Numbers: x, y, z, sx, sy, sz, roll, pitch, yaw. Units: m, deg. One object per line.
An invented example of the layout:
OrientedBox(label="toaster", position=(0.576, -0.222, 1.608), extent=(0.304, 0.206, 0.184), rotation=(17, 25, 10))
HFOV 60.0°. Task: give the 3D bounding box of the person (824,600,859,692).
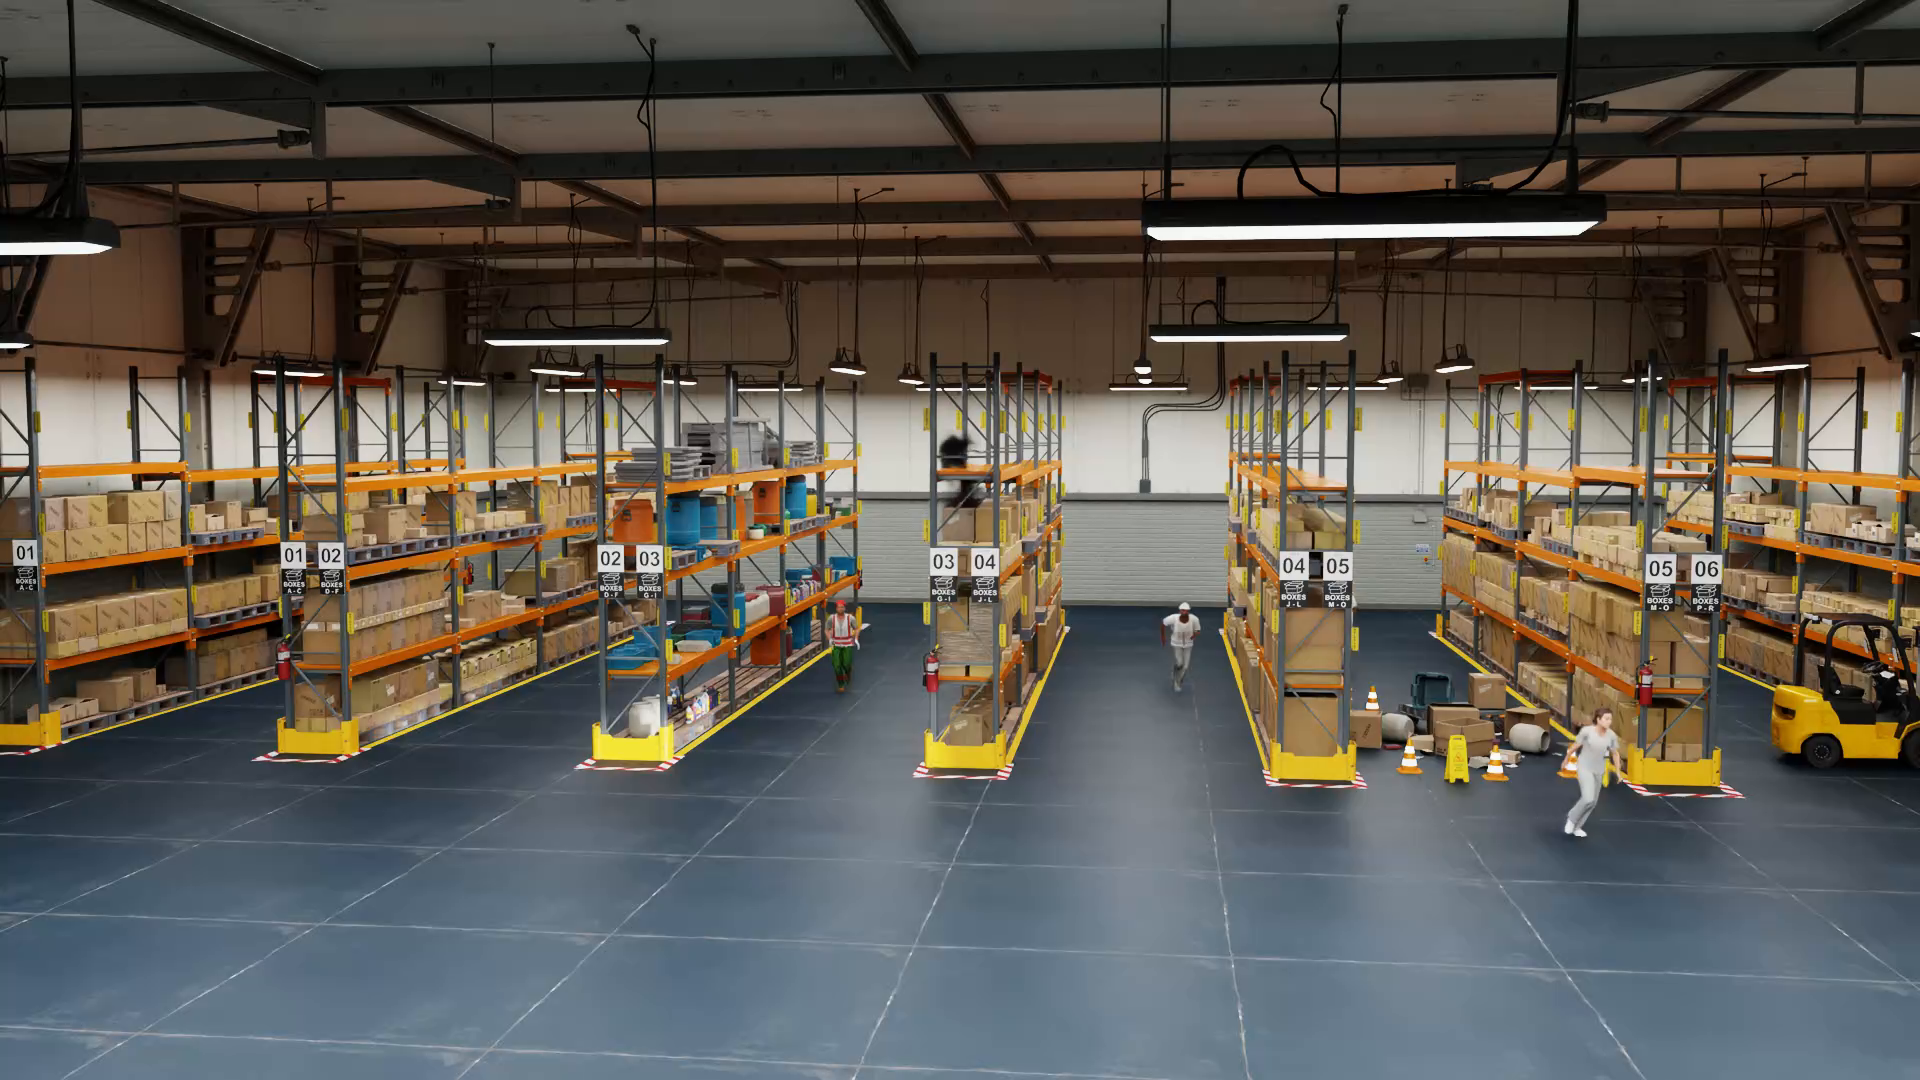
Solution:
OrientedBox(label="person", position=(-2.189, 1.959, 30.860), extent=(0.657, 1.728, 0.639), rotation=(0, 4, 0))

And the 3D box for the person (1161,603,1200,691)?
OrientedBox(label="person", position=(4.112, 1.987, 30.822), extent=(0.679, 1.683, 0.714), rotation=(-1, 4, -9))

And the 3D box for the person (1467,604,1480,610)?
OrientedBox(label="person", position=(12.443, 1.329, 39.837), extent=(0.944, 1.652, 0.585), rotation=(0, 4, 5))

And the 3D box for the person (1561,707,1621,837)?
OrientedBox(label="person", position=(7.579, 2.783, 19.926), extent=(0.564, 1.608, 0.659), rotation=(-1, 4, -12))

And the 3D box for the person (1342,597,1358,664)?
OrientedBox(label="person", position=(7.890, 1.730, 34.313), extent=(0.655, 1.728, 0.595), rotation=(0, 4, 2))
